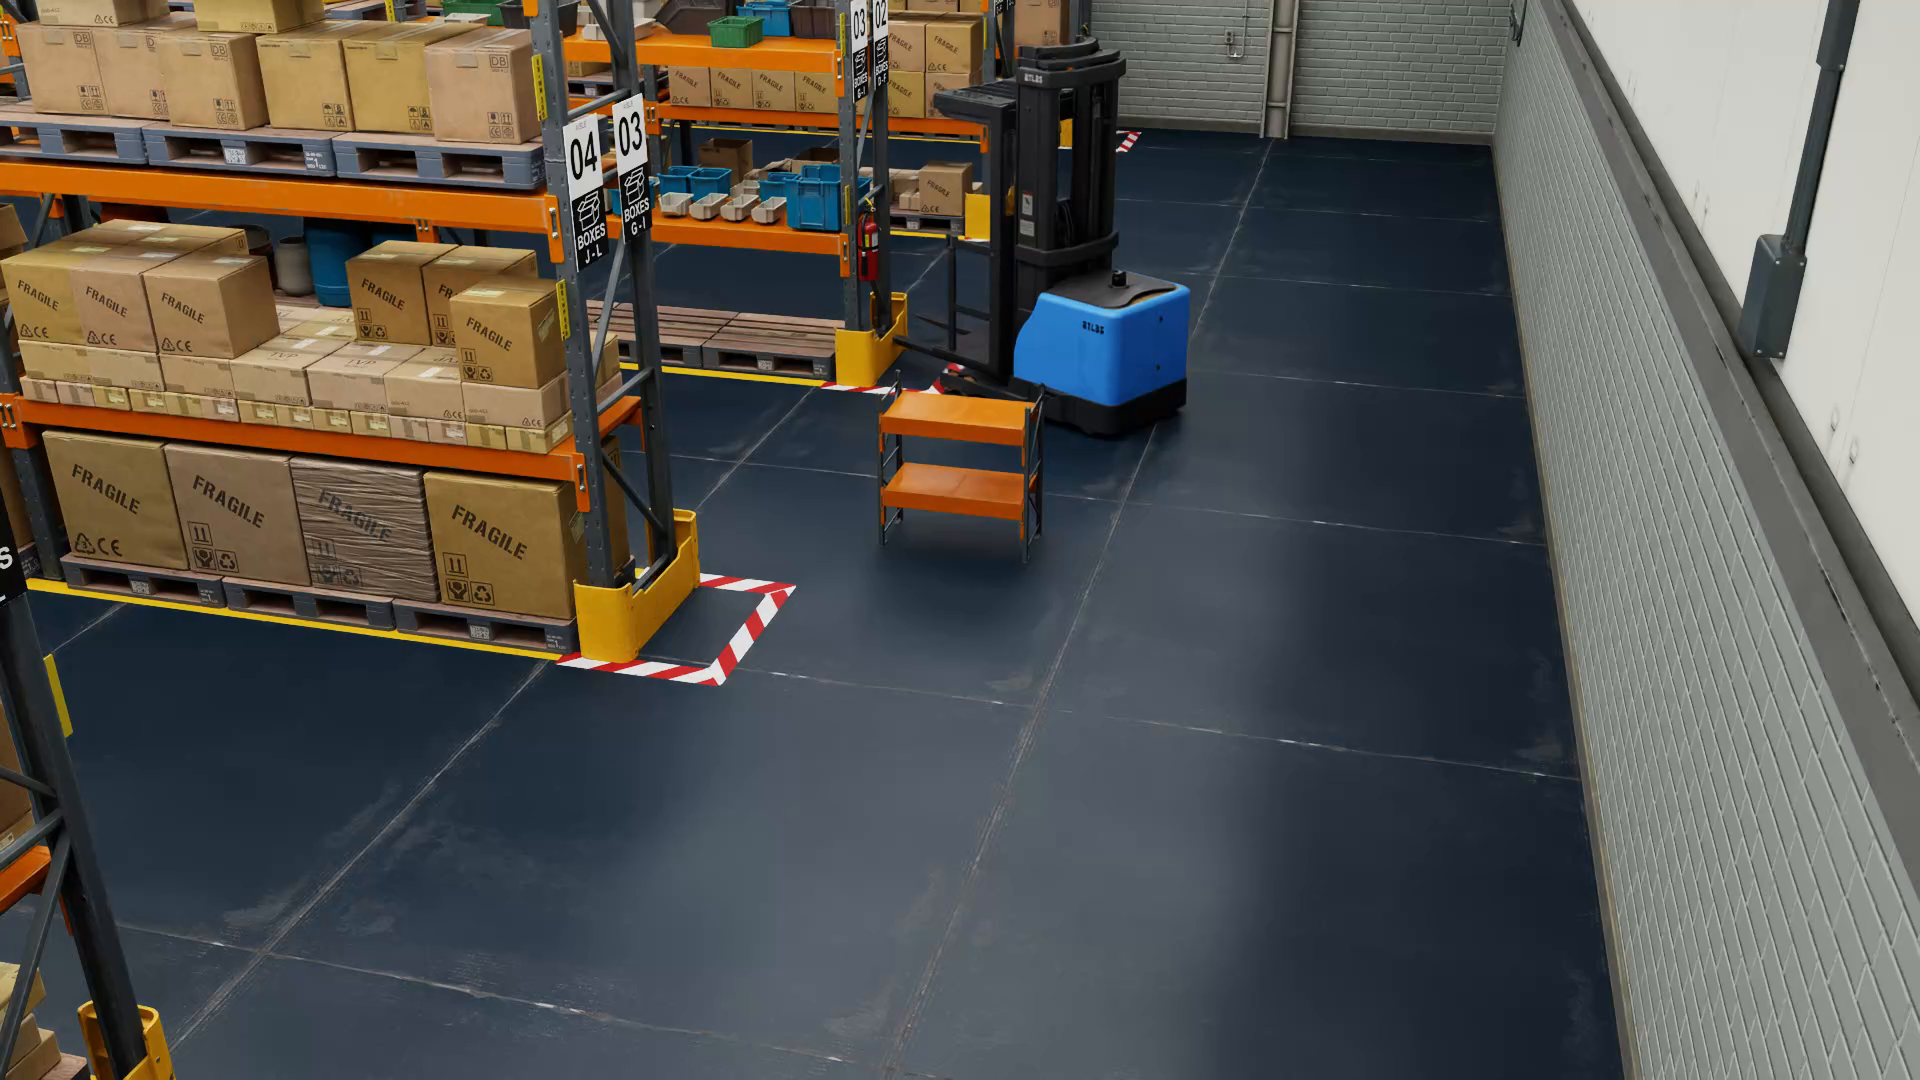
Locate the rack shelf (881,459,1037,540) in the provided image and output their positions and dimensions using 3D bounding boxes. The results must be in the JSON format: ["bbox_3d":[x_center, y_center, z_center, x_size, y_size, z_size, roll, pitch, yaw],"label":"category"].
[{"bbox_3d":[0.007,-0.286,11.494,1.000,0.278,0.538,6,26,13],"label":"rack shelf"}]

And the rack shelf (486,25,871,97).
[{"bbox_3d":[-2.744,-4.170,14.249,4.000,0.370,1.077,6,26,13],"label":"rack shelf"}]

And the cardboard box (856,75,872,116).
[{"bbox_3d":[-1.056,-5.078,18.692,0.500,0.500,0.500,7,26,13],"label":"cardboard box"}]

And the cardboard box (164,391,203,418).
[{"bbox_3d":[-4.698,-0.899,10.322,0.250,0.149,0.380,6,26,12],"label":"cardboard box"}]

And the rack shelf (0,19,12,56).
[{"bbox_3d":[-10.492,-5.027,16.048,4.000,0.370,1.077,6,26,13],"label":"rack shelf"}]

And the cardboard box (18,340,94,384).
[{"bbox_3d":[-5.525,-1.200,10.492,0.500,0.250,0.500,6,26,12],"label":"cardboard box"}]

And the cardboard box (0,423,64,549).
[{"bbox_3d":[-6.539,-0.583,11.351,0.875,0.875,1.225,6,26,13],"label":"cardboard box"}]

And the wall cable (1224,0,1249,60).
[{"bbox_3d":[3.136,-7.767,23.274,1.851,1.984,0.084,6,26,13],"label":"wall cable"}]

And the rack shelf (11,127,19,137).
[{"bbox_3d":[-7.852,-2.537,10.818,4.000,0.370,1.077,6,26,13],"label":"rack shelf"}]

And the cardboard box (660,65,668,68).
[{"bbox_3d":[-4.561,-6.897,24.641,0.750,0.750,0.750,6,26,13],"label":"cardboard box"}]

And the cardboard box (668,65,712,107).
[{"bbox_3d":[-3.018,-5.294,19.145,0.500,0.500,0.500,7,26,14],"label":"cardboard box"}]

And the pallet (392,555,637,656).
[{"bbox_3d":[-2.834,0.341,10.669,1.213,0.211,1.003,6,26,13],"label":"pallet"}]

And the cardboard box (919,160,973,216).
[{"bbox_3d":[-0.158,-4.014,18.970,0.500,0.500,0.500,6,26,13],"label":"cardboard box"}]

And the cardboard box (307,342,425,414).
[{"bbox_3d":[-3.560,-0.982,10.032,0.500,0.250,0.500,5,26,11],"label":"cardboard box"}]

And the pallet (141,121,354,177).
[{"bbox_3d":[-3.947,-2.384,9.763,1.213,0.211,1.003,6,26,13],"label":"pallet"}]

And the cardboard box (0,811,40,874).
[{"bbox_3d":[-3.606,1.132,6.057,0.250,0.149,0.380,6,26,13],"label":"cardboard box"}]

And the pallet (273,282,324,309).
[{"bbox_3d":[-6.603,-2.326,16.271,1.213,0.211,1.003,6,26,13],"label":"pallet"}]

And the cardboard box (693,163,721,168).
[{"bbox_3d":[-3.091,-4.266,19.719,0.500,0.311,0.500,6,26,13],"label":"cardboard box"}]

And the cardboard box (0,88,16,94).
[{"bbox_3d":[-12.662,-5.629,21.803,0.500,0.500,0.500,6,26,13],"label":"cardboard box"}]

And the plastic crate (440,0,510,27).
[{"bbox_3d":[-4.195,-4.694,14.759,0.662,0.188,0.450,6,26,13],"label":"plastic crate"}]

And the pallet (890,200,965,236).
[{"bbox_3d":[-0.416,-3.822,19.415,1.213,0.211,1.003,6,26,13],"label":"pallet"}]

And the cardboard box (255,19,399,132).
[{"bbox_3d":[-3.585,-2.678,9.556,0.500,0.500,0.700,5,26,9],"label":"cardboard box"}]

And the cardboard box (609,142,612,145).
[{"bbox_3d":[-4.470,-4.477,19.941,0.500,0.500,0.500,6,26,13],"label":"cardboard box"}]

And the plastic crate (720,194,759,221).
[{"bbox_3d":[-1.919,-2.884,14.436,0.243,0.136,0.396,6,26,13],"label":"plastic crate"}]

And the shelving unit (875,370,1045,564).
[{"bbox_3d":[0.007,-0.507,11.388,1.048,1.125,0.538,6,26,13],"label":"shelving unit"}]

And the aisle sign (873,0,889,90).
[{"bbox_3d":[-0.663,-4.216,13.974,0.004,0.787,0.394,6,26,13],"label":"aisle sign"}]

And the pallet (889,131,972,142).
[{"bbox_3d":[-0.311,-5.977,23.940,1.213,0.211,1.003,6,26,13],"label":"pallet"}]

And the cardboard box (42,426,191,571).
[{"bbox_3d":[-5.295,-0.419,11.006,0.875,0.875,0.875,6,26,13],"label":"cardboard box"}]

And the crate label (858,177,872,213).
[{"bbox_3d":[-0.964,-3.042,14.656,0.303,0.233,0.416,6,26,13],"label":"crate label"}]

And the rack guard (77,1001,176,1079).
[{"bbox_3d":[-3.447,2.310,6.198,0.348,0.500,1.175,6,26,13],"label":"rack guard"}]

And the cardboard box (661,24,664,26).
[{"bbox_3d":[-3.057,-5.746,18.931,0.500,0.500,0.500,7,26,14],"label":"cardboard box"}]

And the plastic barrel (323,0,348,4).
[{"bbox_3d":[-5.615,-4.997,14.441,0.600,0.588,0.600,0,25,0],"label":"plastic barrel"}]

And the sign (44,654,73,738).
[{"bbox_3d":[-3.239,0.573,5.932,0.005,0.325,0.100,6,26,13],"label":"sign"}]

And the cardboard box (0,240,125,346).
[{"bbox_3d":[-5.514,-1.540,10.334,0.500,0.500,0.500,6,26,13],"label":"cardboard box"}]

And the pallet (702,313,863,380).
[{"bbox_3d":[-1.596,-1.772,15.108,1.213,0.211,1.003,6,26,13],"label":"pallet"}]

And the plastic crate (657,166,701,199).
[{"bbox_3d":[-2.530,-3.215,15.020,0.300,0.233,0.416,6,26,13],"label":"plastic crate"}]

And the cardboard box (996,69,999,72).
[{"bbox_3d":[0.395,-6.589,23.647,0.250,0.149,0.380,7,26,13],"label":"cardboard box"}]

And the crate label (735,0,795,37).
[{"bbox_3d":[-1.620,-4.447,14.167,0.502,0.251,0.408,6,26,13],"label":"crate label"}]

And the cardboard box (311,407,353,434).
[{"bbox_3d":[-3.708,-0.789,10.091,0.250,0.149,0.380,6,26,13],"label":"cardboard box"}]

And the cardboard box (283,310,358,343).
[{"bbox_3d":[-3.936,-1.257,10.611,0.500,0.250,0.500,6,26,12],"label":"cardboard box"}]

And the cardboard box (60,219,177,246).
[{"bbox_3d":[-5.403,-1.760,10.795,0.500,0.500,0.500,7,26,14],"label":"cardboard box"}]

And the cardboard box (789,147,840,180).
[{"bbox_3d":[-1.623,-4.289,19.544,0.637,0.503,0.797,6,26,13],"label":"cardboard box"}]

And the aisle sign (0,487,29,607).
[{"bbox_3d":[-3.228,-0.101,5.331,0.004,0.787,0.394,6,26,13],"label":"aisle sign"}]

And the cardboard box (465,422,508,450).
[{"bbox_3d":[-2.720,-0.679,9.862,0.250,0.149,0.380,7,26,14],"label":"cardboard box"}]

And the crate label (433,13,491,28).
[{"bbox_3d":[-4.279,-4.418,14.238,0.466,0.136,0.293,6,26,13],"label":"crate label"}]

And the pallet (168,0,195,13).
[{"bbox_3d":[-6.564,-4.787,14.928,1.213,0.211,1.003,6,26,13],"label":"pallet"}]

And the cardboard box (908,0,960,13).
[{"bbox_3d":[-0.280,-7.396,23.327,0.700,0.700,0.980,5,26,10],"label":"cardboard box"}]

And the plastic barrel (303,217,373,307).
[{"bbox_3d":[-5.889,-2.738,15.846,0.708,0.901,0.600,6,26,13],"label":"plastic barrel"}]

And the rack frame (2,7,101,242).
[{"bbox_3d":[-8.555,-3.783,16.088,0.127,3.000,1.000,6,26,13],"label":"rack frame"}]

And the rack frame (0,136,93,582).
[{"bbox_3d":[-5.915,-1.293,10.858,0.127,3.000,1.000,6,26,13],"label":"rack frame"}]

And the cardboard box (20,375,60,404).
[{"bbox_3d":[-5.711,-1.009,10.555,0.250,0.149,0.380,6,26,13],"label":"cardboard box"}]

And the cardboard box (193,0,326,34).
[{"bbox_3d":[-3.994,-3.058,9.482,0.500,0.250,0.500,5,26,11],"label":"cardboard box"}]

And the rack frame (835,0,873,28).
[{"bbox_3d":[-0.807,-5.635,13.000,0.127,3.000,1.000,6,26,13],"label":"rack frame"}]

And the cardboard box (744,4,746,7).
[{"bbox_3d":[-2.393,-5.913,19.283,0.500,0.500,0.500,6,26,12],"label":"cardboard box"}]

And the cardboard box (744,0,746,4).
[{"bbox_3d":[-3.220,-7.663,23.752,0.500,0.500,0.500,7,26,13],"label":"cardboard box"}]

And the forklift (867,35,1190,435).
[{"bbox_3d":[0.470,-2.692,13.876,3.031,2.935,1.130,23,33,39],"label":"forklift"}]

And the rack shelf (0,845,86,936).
[{"bbox_3d":[-5.311,1.300,6.248,4.000,0.370,1.077,6,26,13],"label":"rack shelf"}]

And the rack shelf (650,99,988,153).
[{"bbox_3d":[-1.507,-4.878,19.225,4.000,0.370,1.077,6,26,13],"label":"rack shelf"}]

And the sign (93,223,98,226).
[{"bbox_3d":[-5.778,-1.951,11.140,0.005,0.325,0.100,6,26,13],"label":"sign"}]
